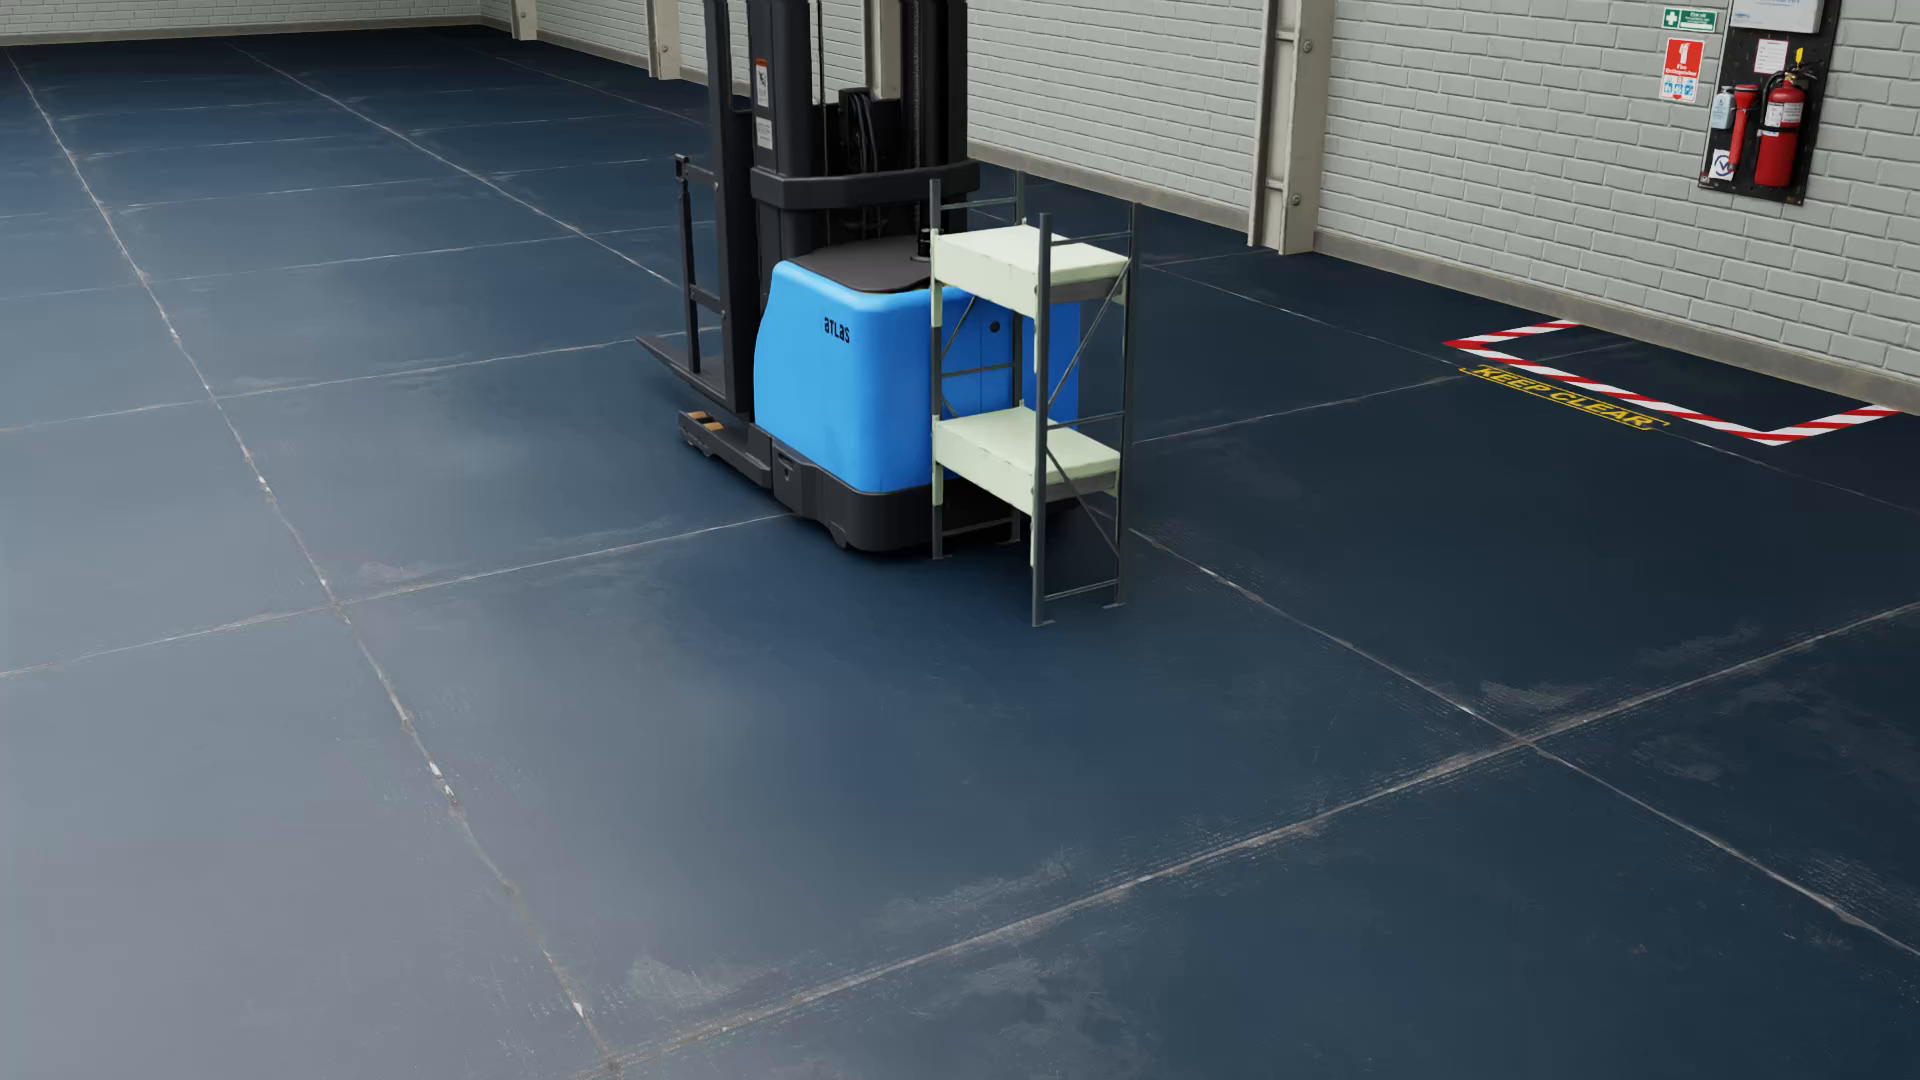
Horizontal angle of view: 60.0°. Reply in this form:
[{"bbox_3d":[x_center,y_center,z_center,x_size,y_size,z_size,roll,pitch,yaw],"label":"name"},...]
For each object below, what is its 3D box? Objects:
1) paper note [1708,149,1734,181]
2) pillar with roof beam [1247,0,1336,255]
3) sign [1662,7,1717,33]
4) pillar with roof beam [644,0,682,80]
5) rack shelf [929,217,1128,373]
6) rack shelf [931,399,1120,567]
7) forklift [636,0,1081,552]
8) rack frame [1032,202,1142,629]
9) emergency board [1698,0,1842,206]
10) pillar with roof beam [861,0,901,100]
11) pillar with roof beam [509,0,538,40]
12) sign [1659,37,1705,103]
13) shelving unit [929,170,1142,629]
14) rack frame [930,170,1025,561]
[{"bbox_3d":[4.122,-2.027,8.984,0.016,0.148,0.142,-13,25,-28],"label":"paper note"},{"bbox_3d":[-1.383,-5.450,8.270,9.100,9.000,0.400,-13,25,-28],"label":"pillar with roof beam"},{"bbox_3d":[3.954,-2.822,9.019,0.001,0.109,0.331,-13,25,-28],"label":"sign"},{"bbox_3d":[-7.513,-9.335,17.827,9.100,9.000,0.400,-13,25,-28],"label":"pillar with roof beam"},{"bbox_3d":[0.253,-0.895,5.985,0.431,0.370,0.720,-13,25,-28],"label":"rack shelf"},{"bbox_3d":[0.253,-0.231,6.255,0.431,0.370,0.720,-13,25,-28],"label":"rack shelf"},{"bbox_3d":[-0.681,-1.821,7.399,1.130,2.935,3.031,-13,25,-28],"label":"forklift"},{"bbox_3d":[0.439,-0.415,5.840,0.400,1.500,0.023,-13,25,-28],"label":"rack frame"},{"bbox_3d":[4.153,-2.364,8.645,0.194,1.169,0.643,-13,25,-28],"label":"emergency board"},{"bbox_3d":[-4.448,-7.393,13.049,9.100,9.000,0.400,-13,25,-28],"label":"pillar with roof beam"},{"bbox_3d":[-10.578,-11.277,22.606,9.100,9.000,0.400,-13,25,-28],"label":"pillar with roof beam"},{"bbox_3d":[3.960,-2.580,9.127,0.001,0.329,0.234,-13,25,-28],"label":"sign"},{"bbox_3d":[0.253,-0.533,6.132,0.431,1.500,0.755,-13,25,-28],"label":"shelving unit"},{"bbox_3d":[0.067,-0.652,6.424,0.400,1.500,0.023,-13,25,-28],"label":"rack frame"}]
